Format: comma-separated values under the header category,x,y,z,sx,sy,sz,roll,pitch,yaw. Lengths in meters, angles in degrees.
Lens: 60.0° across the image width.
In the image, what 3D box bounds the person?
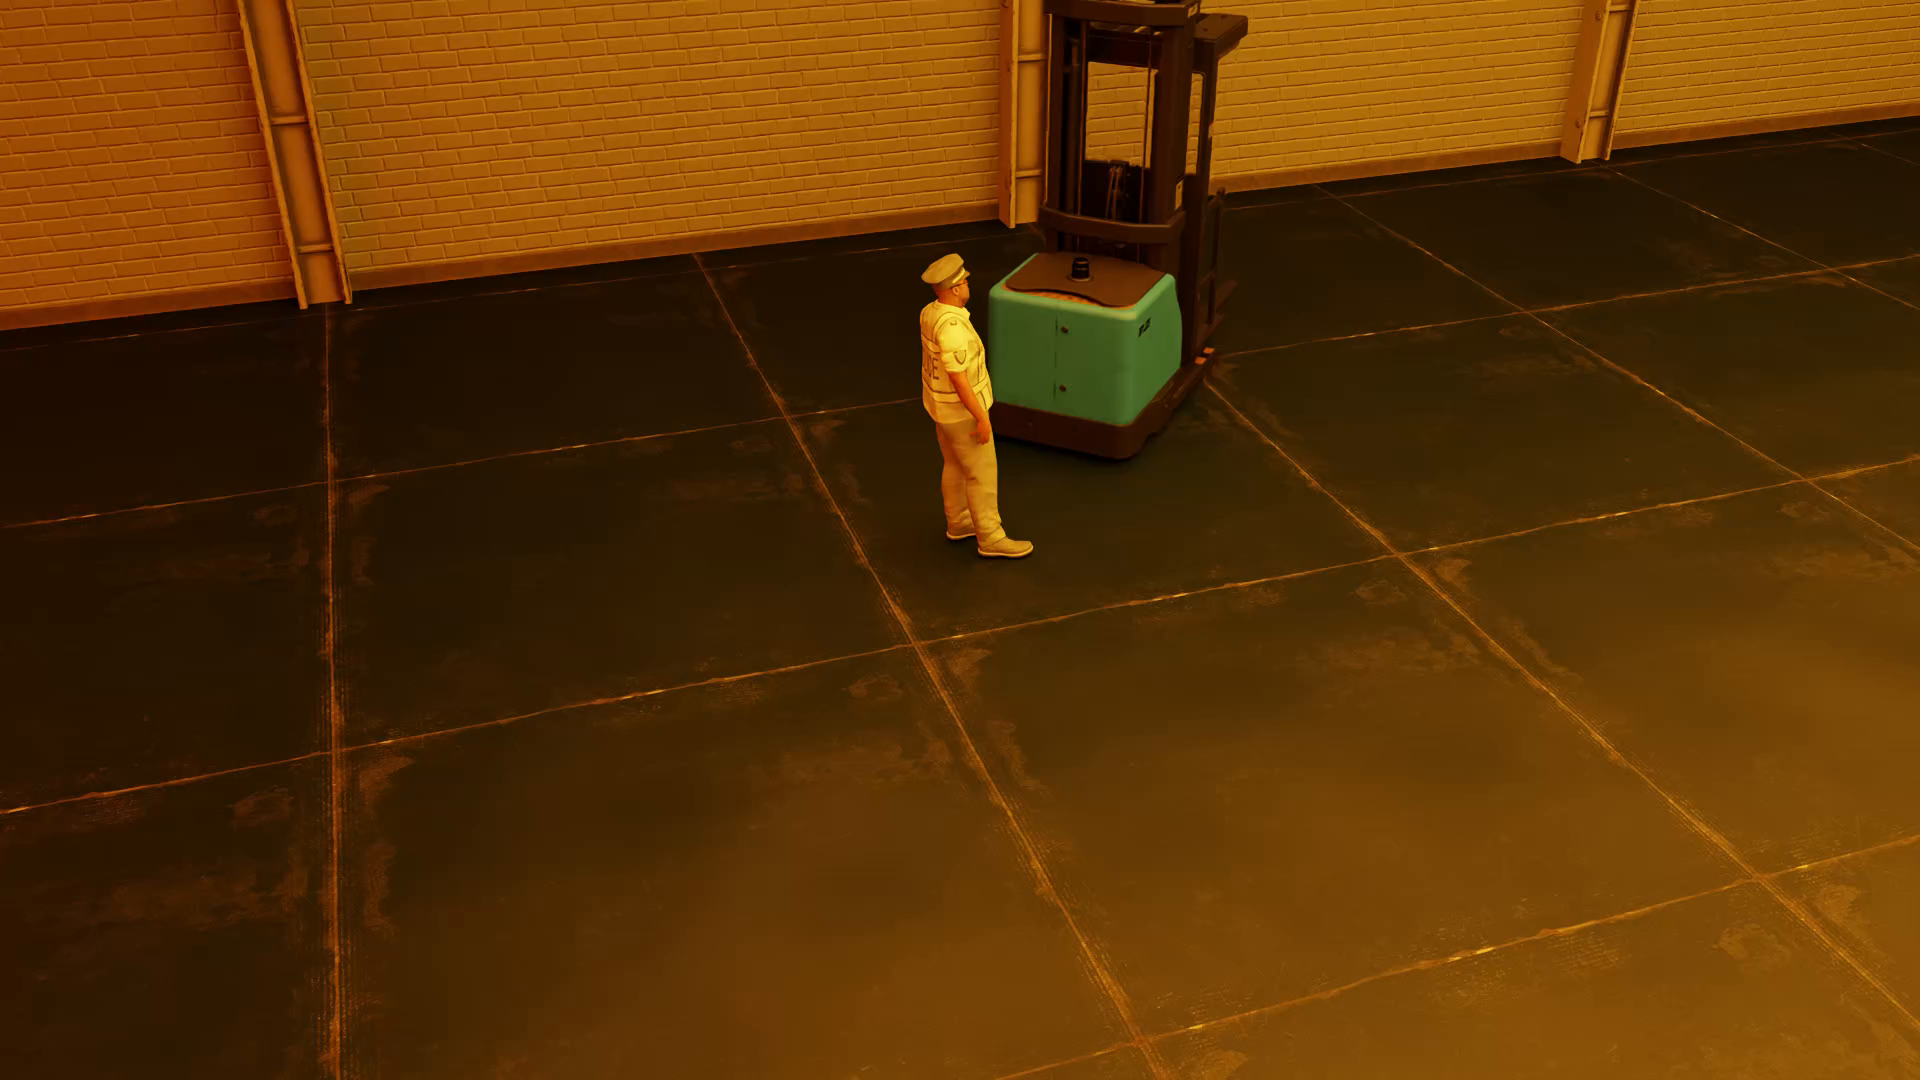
category,x,y,z,sx,sy,sz,roll,pitch,yaw
person,0.078,-0.786,9.590,0.573,1.782,0.642,-10,31,-16

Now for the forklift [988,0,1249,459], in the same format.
category,x,y,z,sx,sy,sz,roll,pitch,yaw
forklift,1.252,-2.511,11.450,1.130,2.935,3.031,13,32,22
